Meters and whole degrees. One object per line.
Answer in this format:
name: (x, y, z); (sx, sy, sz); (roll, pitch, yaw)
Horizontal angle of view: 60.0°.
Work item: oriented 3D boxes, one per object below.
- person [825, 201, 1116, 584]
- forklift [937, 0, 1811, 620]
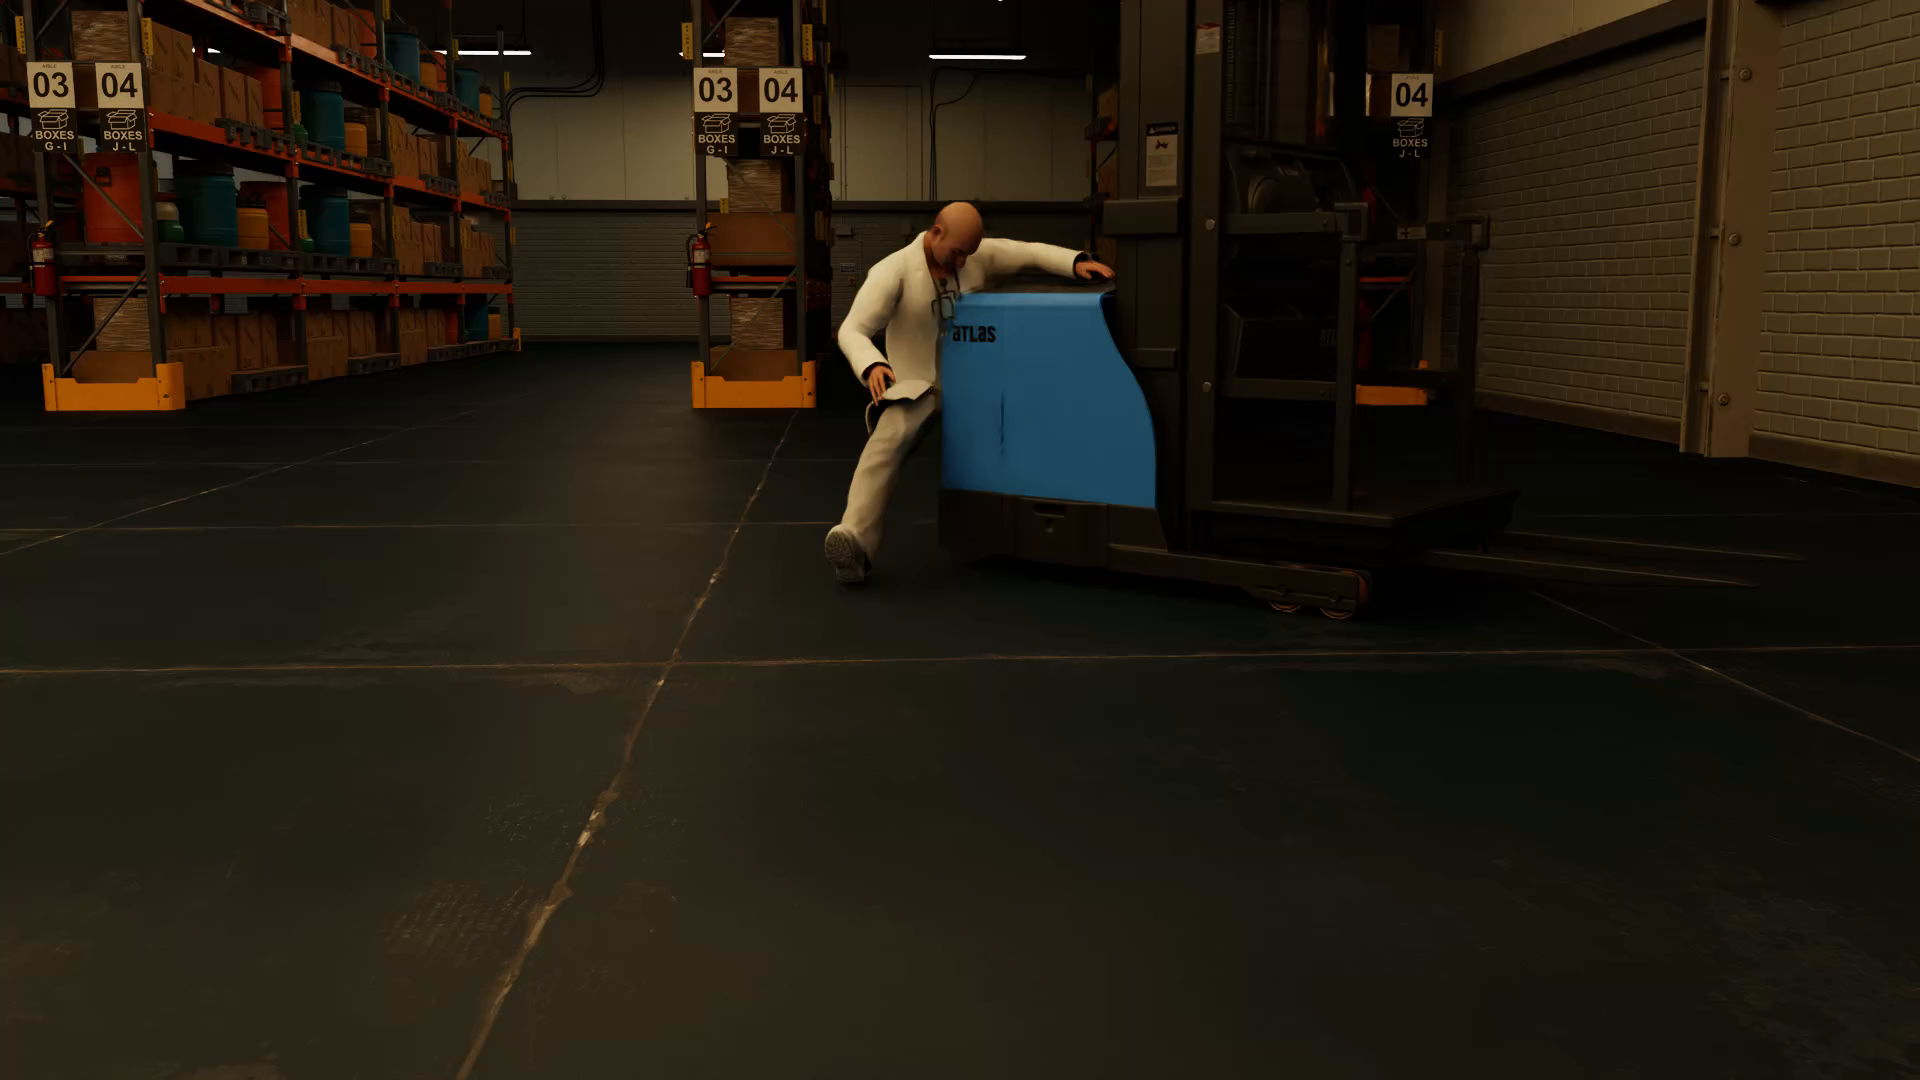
person: (0.015, -0.574, 6.508); (1.314, 1.414, 0.943); (-3, 9, -17)
forklift: (1.372, -1.271, 5.894); (3.031, 2.935, 1.130); (7, 11, 39)
